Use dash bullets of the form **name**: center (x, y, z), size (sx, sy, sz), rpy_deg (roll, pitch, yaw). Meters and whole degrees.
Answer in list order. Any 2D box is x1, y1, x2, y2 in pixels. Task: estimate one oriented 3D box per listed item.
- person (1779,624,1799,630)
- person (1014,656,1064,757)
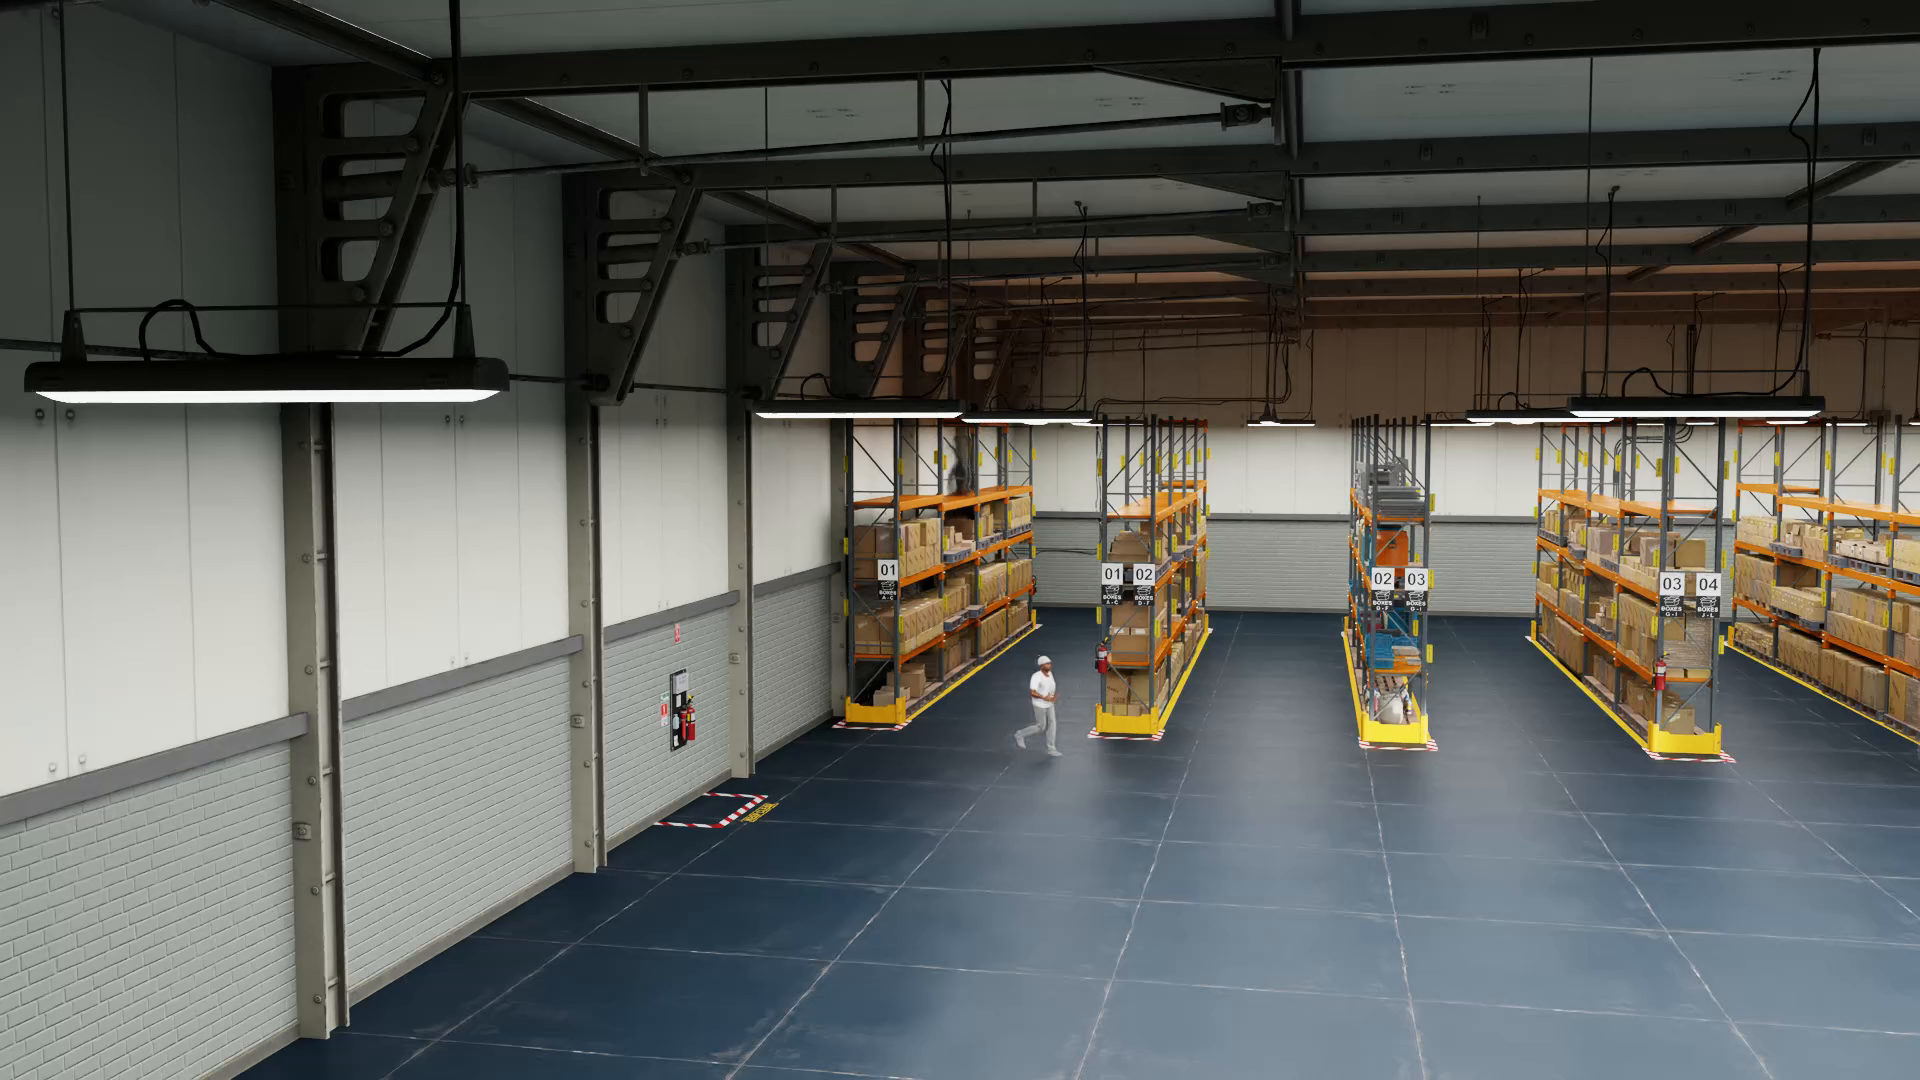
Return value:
- **person**: center (22.083, 1.876, 44.552), size (0.721, 1.804, 0.804), rpy_deg (-2, 4, -31)
- **person**: center (1.425, 2.910, 29.226), size (0.887, 1.763, 0.708), rpy_deg (2, 5, 33)
